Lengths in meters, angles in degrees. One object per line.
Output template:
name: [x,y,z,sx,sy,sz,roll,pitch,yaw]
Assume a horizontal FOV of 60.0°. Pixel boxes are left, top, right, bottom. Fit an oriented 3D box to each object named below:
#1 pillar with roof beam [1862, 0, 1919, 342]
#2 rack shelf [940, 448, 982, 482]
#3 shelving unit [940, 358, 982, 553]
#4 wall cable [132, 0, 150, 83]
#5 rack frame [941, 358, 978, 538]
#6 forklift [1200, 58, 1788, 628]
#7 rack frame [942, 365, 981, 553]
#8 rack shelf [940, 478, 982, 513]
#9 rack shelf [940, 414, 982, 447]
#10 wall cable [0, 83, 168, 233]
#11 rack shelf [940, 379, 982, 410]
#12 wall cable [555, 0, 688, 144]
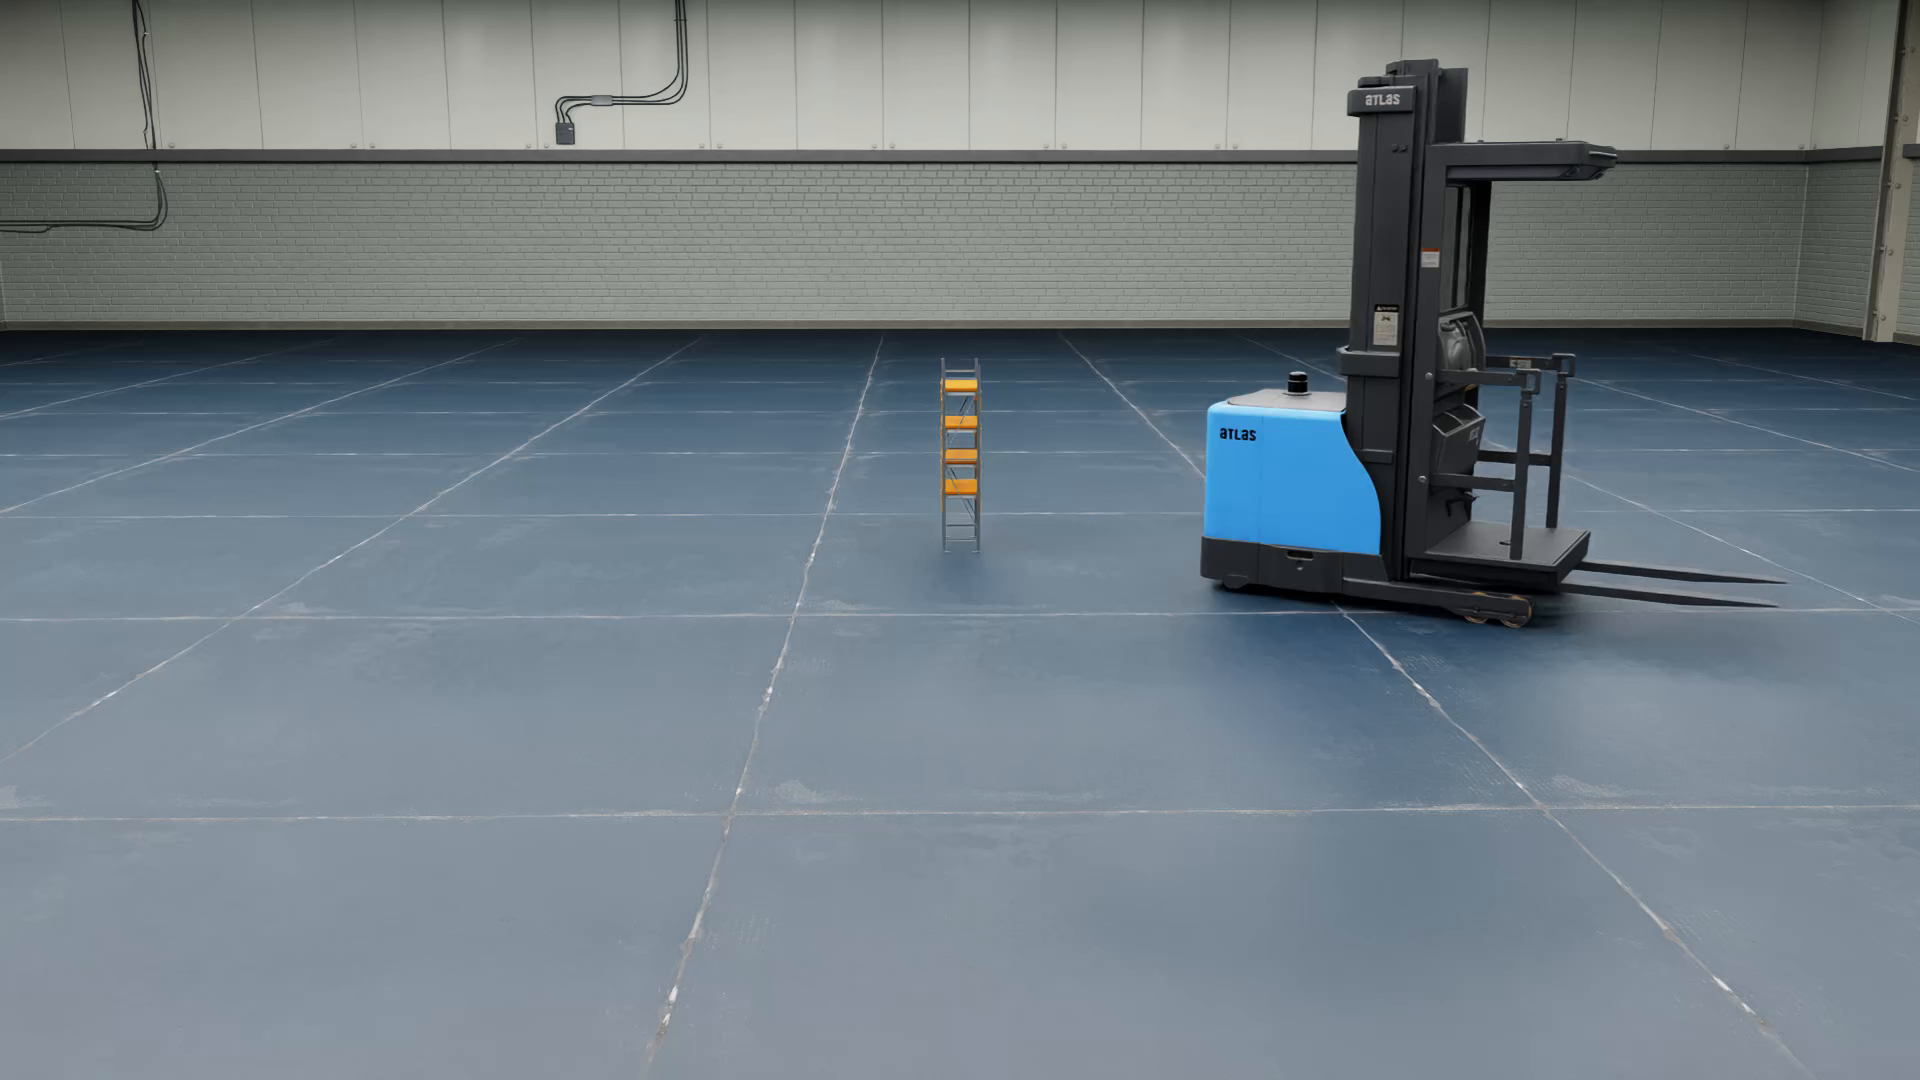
pillar with roof beam: [10.605,-7.627,26.019,9.100,9.000,0.400,0,11,-1]
rack shelf: [0.003,-0.489,10.791,0.258,0.148,0.480,0,11,-1]
shelving unit: [0.003,-0.555,10.778,0.258,1.200,0.503,0,11,-1]
wall cable: [-12.619,-9.070,28.243,3.097,2.526,0.112,0,11,-1]
rack frame: [-0.002,-0.604,11.017,0.240,1.200,0.015,0,11,-1]
forklift: [2.937,-1.094,9.079,3.031,2.935,1.130,6,13,29]
rack frame: [0.008,-0.507,10.539,0.240,1.200,0.015,0,11,-1]
rack shelf: [0.003,-0.295,10.830,0.258,0.148,0.480,0,11,-1]
rack shelf: [0.003,-0.708,10.747,0.258,0.148,0.480,0,11,-1]
wall cable: [-15.323,-6.584,28.690,3.097,2.526,0.112,0,11,-1]
rack shelf: [0.003,-0.940,10.699,0.258,0.148,0.480,0,11,-1]
wall cable: [-5.832,-9.808,28.220,2.305,6.003,0.169,0,11,-1]
